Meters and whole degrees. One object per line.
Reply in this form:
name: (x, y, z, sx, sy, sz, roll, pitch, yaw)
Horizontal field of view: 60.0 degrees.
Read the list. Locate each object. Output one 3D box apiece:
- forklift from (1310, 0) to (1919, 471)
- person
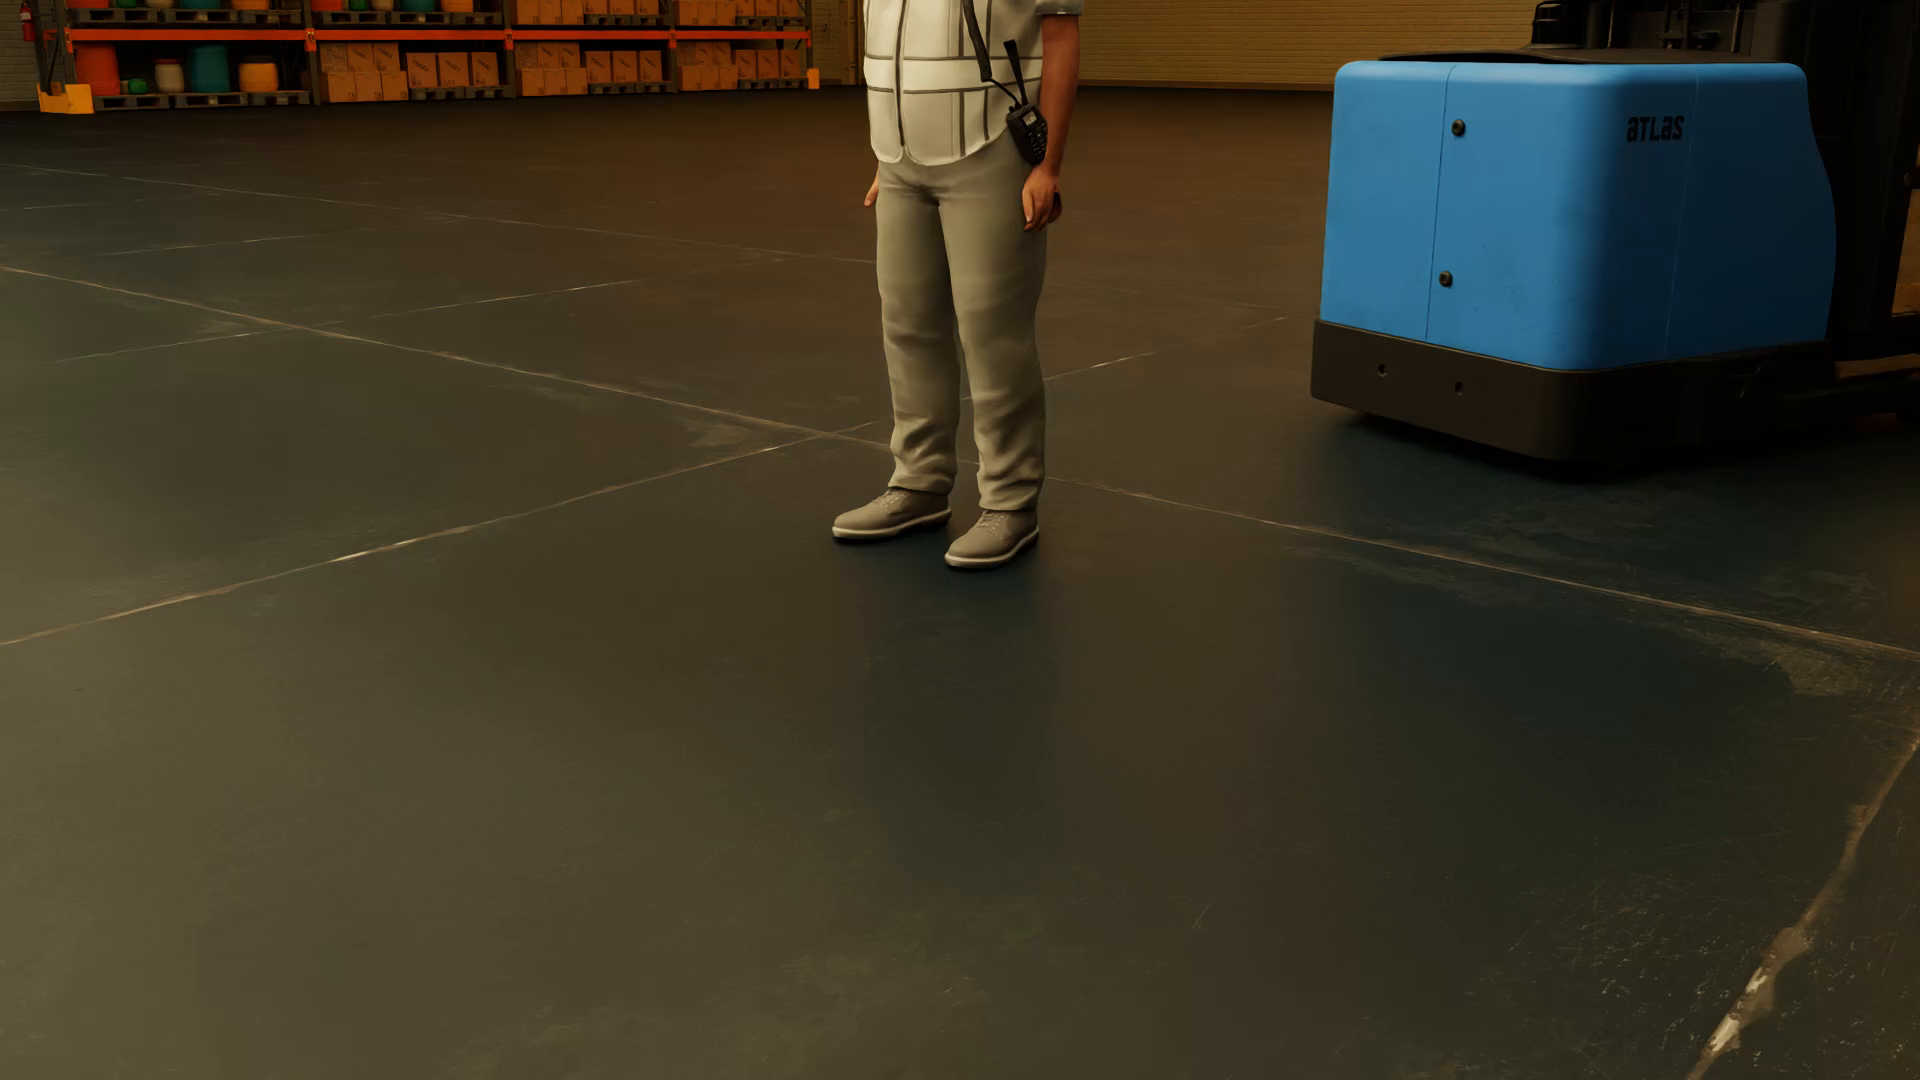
forklift: (2.628, -1.876, 5.077, 3.031, 2.935, 1.130, -9, 19, -28)
person: (0.001, -0.845, 3.677, 0.526, 1.776, 0.407, 13, 21, 37)
